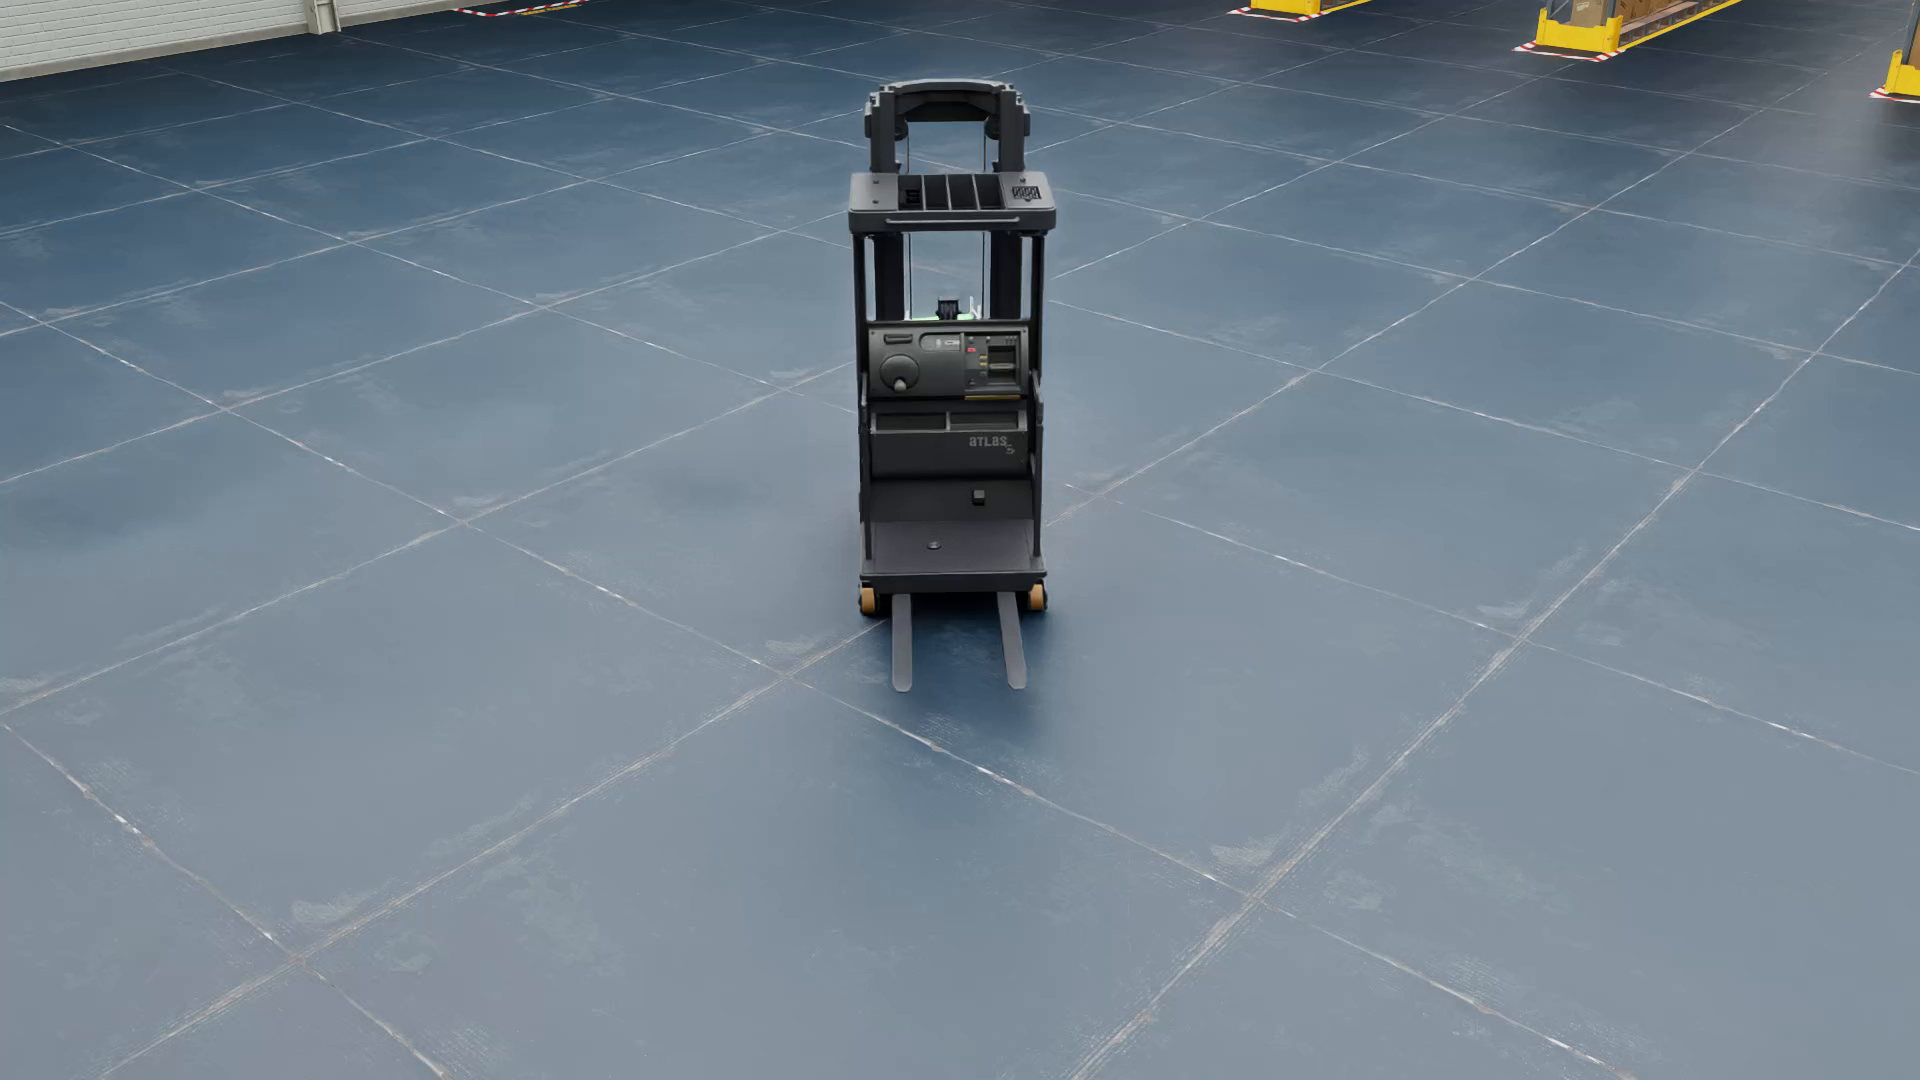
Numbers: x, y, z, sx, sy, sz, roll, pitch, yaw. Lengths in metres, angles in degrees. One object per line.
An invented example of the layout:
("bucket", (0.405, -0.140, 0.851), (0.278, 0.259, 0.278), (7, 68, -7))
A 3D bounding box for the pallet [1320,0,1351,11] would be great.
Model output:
("pallet", (5.993, -9.315, 28.526), (1.003, 0.211, 1.213), (21, 34, 34))

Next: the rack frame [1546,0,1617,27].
("rack frame", (9.282, -8.779, 24.455), (1.000, 3.000, 0.127), (21, 34, 34))

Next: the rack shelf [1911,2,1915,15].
("rack shelf", (14.317, -7.683, 23.119), (1.077, 0.370, 4.000), (21, 34, 34))

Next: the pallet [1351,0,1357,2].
("pallet", (6.769, -9.745, 29.358), (1.003, 0.211, 1.213), (21, 34, 34))

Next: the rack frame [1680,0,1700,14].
("rack frame", (11.826, -10.197, 27.196), (1.000, 3.000, 0.127), (21, 34, 34))

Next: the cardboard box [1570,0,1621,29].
("cardboard box", (9.692, -8.071, 25.351), (0.500, 0.500, 0.500), (-21, 34, -35))

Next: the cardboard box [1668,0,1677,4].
("cardboard box", (11.541, -9.143, 27.422), (0.500, 0.500, 0.500), (20, 33, 33))

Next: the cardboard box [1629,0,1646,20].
("cardboard box", (10.459, -8.510, 26.199), (0.500, 0.500, 0.500), (25, 36, 39))

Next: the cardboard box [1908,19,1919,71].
("cardboard box", (13.425, -6.796, 22.477), (0.875, 0.875, 0.875), (21, 34, 35))

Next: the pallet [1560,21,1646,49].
("pallet", (9.874, -7.845, 25.684), (1.003, 0.211, 1.213), (21, 34, 34))

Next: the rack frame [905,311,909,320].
("rack frame", (-0.364, -1.016, 11.392), (0.015, 1.200, 0.240), (-6, 25, -11))

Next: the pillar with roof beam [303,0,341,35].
("pillar with roof beam", (-6.718, -10.774, 21.784), (9.100, 9.000, 0.400), (21, 34, 34))

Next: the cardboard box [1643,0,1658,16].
("cardboard box", (10.848, -8.695, 26.556), (0.500, 0.500, 0.500), (17, 32, 30))

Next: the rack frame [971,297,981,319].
("rack frame", (0.112, -1.063, 11.484), (0.015, 1.200, 0.240), (-6, 25, -11))

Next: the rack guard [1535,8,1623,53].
("rack guard", (9.330, -7.695, 25.081), (1.175, 0.500, 0.348), (21, 34, 34))

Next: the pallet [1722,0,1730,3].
("pallet", (13.096, -9.669, 29.211), (1.003, 0.211, 1.213), (21, 34, 34))

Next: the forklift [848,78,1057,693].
("forklift", (-0.054, -1.008, 9.510), (1.130, 2.935, 3.031), (-1, 27, -2))

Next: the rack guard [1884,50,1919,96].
("rack guard", (13.030, -6.174, 22.141), (1.175, 0.500, 0.348), (21, 34, 34))

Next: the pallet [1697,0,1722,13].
("pallet", (12.320, -9.235, 28.371), (1.003, 0.211, 1.213), (21, 34, 34))

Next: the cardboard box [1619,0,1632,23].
("cardboard box", (10.046, -8.293, 25.780), (0.500, 0.500, 0.500), (-18, 32, -31))

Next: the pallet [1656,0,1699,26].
("pallet", (11.426, -8.710, 27.357), (1.003, 0.211, 1.213), (21, 34, 34))

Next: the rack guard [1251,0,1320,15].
("rack guard", (5.472, -9.157, 27.906), (1.175, 0.500, 0.348), (21, 34, 34))

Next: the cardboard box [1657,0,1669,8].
("cardboard box", (11.183, -8.938, 27.026), (0.500, 0.500, 0.500), (-16, 31, -28))

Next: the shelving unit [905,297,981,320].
("shelving unit", (-0.126, -1.039, 11.438), (0.503, 1.200, 0.258), (-6, 25, -11))

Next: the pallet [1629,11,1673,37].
("pallet", (10.651, -8.275, 26.517), (1.003, 0.211, 1.213), (21, 34, 34))

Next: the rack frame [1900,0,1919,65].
("rack frame", (13.045, -7.293, 21.583), (1.000, 3.000, 0.127), (21, 34, 34))

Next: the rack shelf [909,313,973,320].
("rack shelf", (-0.131, -1.419, 11.267), (0.480, 0.148, 0.258), (-6, 25, -11))
